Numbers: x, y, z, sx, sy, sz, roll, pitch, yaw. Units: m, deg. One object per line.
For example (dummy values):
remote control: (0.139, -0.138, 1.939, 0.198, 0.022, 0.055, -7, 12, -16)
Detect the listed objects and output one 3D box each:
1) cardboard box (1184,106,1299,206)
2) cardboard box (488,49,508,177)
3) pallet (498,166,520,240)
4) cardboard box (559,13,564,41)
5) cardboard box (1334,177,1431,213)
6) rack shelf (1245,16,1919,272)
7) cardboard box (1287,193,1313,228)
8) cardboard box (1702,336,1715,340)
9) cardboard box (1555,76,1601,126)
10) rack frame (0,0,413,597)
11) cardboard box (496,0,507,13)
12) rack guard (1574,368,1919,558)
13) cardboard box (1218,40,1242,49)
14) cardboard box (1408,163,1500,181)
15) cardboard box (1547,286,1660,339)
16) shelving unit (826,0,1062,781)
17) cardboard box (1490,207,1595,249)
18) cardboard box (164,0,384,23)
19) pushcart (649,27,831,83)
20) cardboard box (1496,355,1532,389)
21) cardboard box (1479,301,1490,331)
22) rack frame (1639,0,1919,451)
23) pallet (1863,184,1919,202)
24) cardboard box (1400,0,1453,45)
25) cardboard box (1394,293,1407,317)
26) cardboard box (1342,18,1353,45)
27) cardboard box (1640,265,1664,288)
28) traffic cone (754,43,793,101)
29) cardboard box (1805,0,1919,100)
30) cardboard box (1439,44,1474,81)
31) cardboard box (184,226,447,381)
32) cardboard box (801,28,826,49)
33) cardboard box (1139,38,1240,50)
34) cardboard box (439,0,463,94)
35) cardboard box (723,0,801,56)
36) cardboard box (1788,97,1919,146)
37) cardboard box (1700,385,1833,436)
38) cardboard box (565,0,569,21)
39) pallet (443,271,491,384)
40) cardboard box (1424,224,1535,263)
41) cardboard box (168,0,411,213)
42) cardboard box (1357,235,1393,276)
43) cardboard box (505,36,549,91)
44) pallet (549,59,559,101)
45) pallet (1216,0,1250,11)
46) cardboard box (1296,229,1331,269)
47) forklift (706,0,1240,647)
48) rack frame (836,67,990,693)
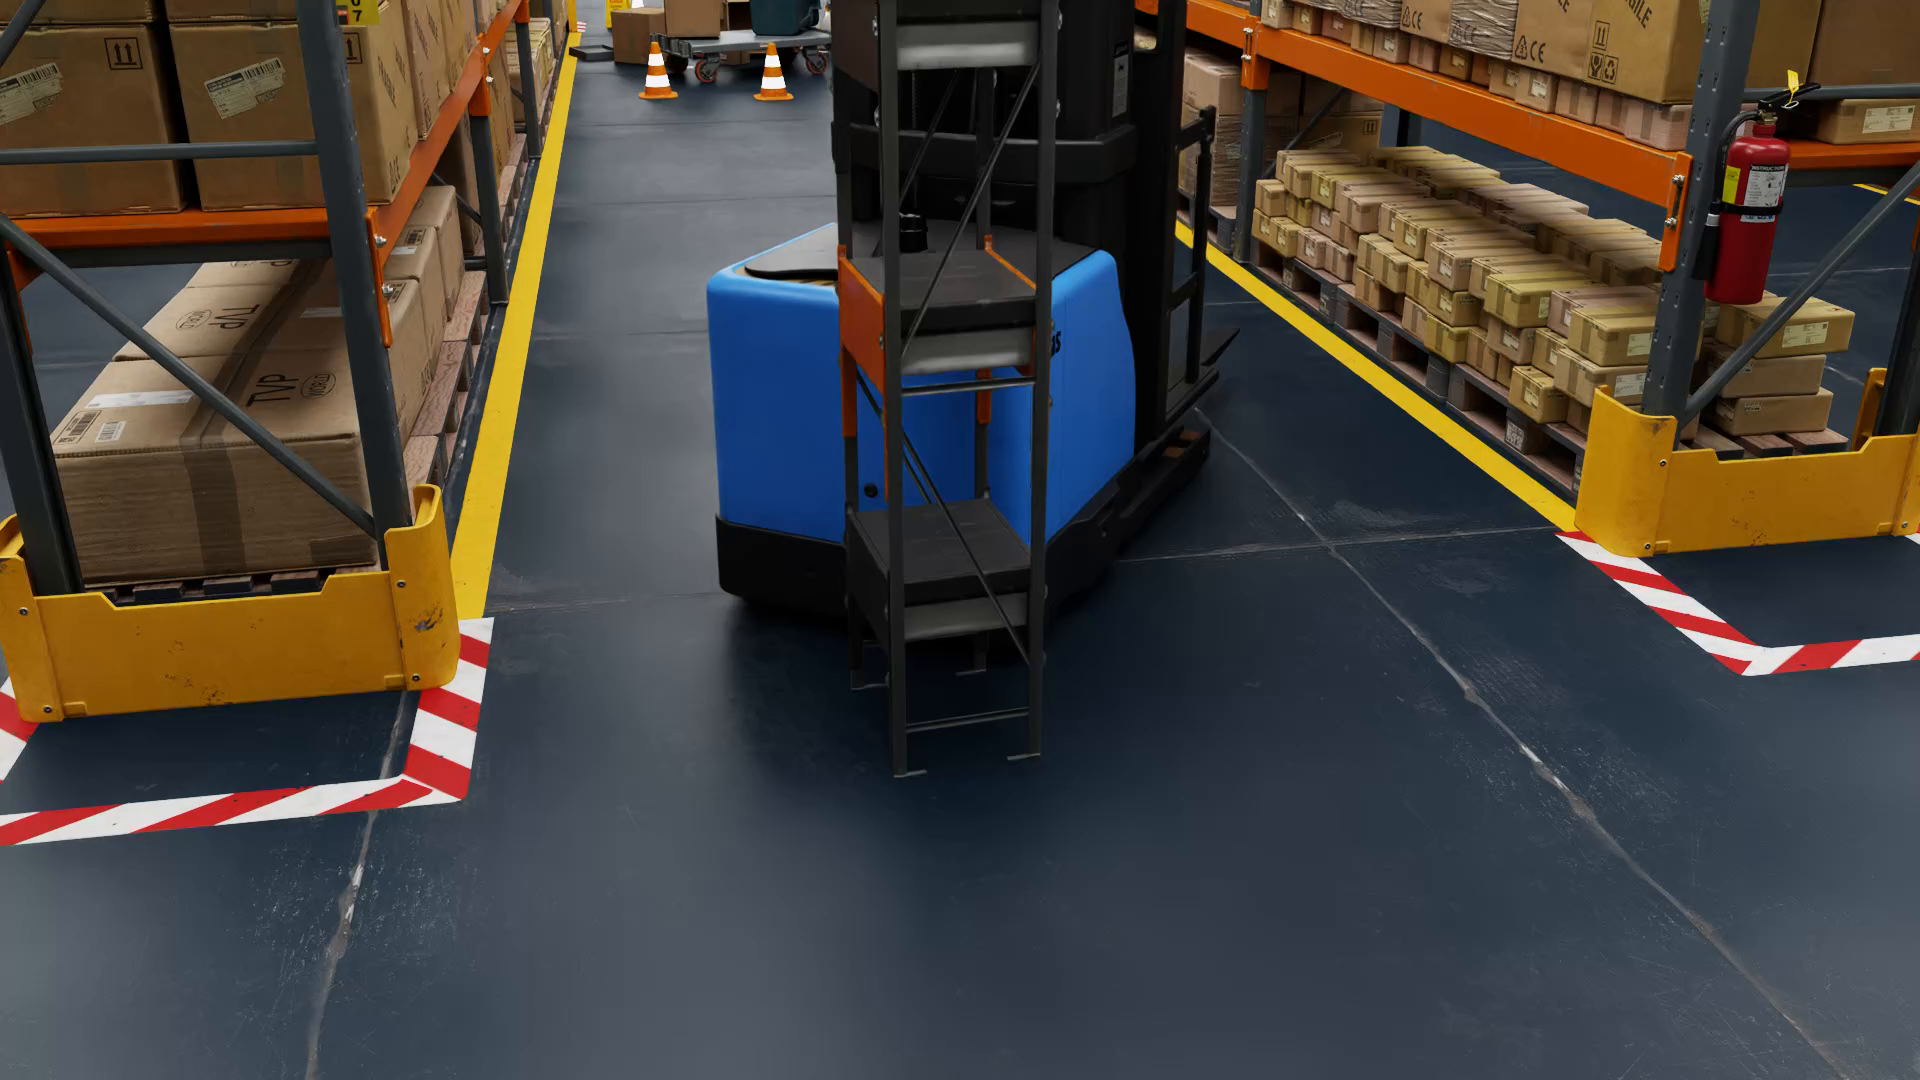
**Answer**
cardboard box: (1.652, -2.283, 9.829, 0.500, 0.500, 0.500, -5, 24, -11)
cardboard box: (-3.342, -2.721, 10.362, 0.875, 0.875, 0.875, -4, 24, -9)
pallet: (-3.255, -2.059, 10.200, 1.003, 0.211, 1.213, -4, 24, -10)
cardboard box: (-4.242, -5.098, 16.586, 0.500, 0.250, 0.500, -3, 24, -7)
cardboard box: (2.055, -1.662, 8.102, 0.380, 0.149, 0.250, -5, 24, -11)
rack shelf: (2.407, -1.848, 7.132, 1.077, 0.370, 4.000, -4, 24, -10)
cardboard box: (1.924, -1.727, 8.622, 0.380, 0.149, 0.250, -4, 24, -9)
cardboard box: (2.937, -0.750, 6.385, 0.380, 0.149, 0.250, -4, 24, -10)
cardboard box: (2.368, -1.581, 5.936, 0.380, 0.149, 0.250, -5, 24, -10)
rack frame: (-2.069, -0.985, 4.257, 1.000, 3.000, 0.127, -4, 24, -10)
cardboard box: (-2.807, -3.088, 9.260, 0.500, 0.250, 0.500, -4, 24, -10)
rack guard: (2.762, -0.275, 5.755, 1.175, 0.500, 0.348, -4, 24, -10)
cardboard box: (1.969, -3.075, 10.704, 0.500, 0.250, 0.500, -3, 24, -8)
cardboard box: (2.498, -1.807, 8.434, 0.380, 0.149, 0.250, -5, 24, -10)
cardboard box: (2.440, -0.842, 6.224, 0.380, 0.149, 0.250, -4, 24, -9)
shelving unit: (-0.048, -0.455, 4.165, 0.431, 2.100, 0.503, -7, 25, -15)
cardboard box: (2.610, -1.389, 7.475, 0.380, 0.149, 0.250, -4, 24, -10)
cardboard box: (-1.878, -1.698, 4.517, 0.500, 0.500, 0.500, -5, 24, -11)
pushcart: (-2.057, -4.691, 16.020, 1.648, 0.377, 0.936, -13, 27, -28)
cardboard box: (2.363, -0.672, 6.579, 0.380, 0.149, 0.250, -4, 24, -10)
cardboard box: (2.352, -0.917, 6.768, 0.380, 0.149, 0.250, -5, 24, -10)
rack frame: (2.777, -1.391, 5.186, 1.000, 3.000, 0.127, -4, 24, -10)
pallet: (6.713, -2.311, 10.779, 1.003, 0.211, 1.213, -4, 24, -10)
cardboard box: (2.165, -2.329, 6.839, 0.500, 0.500, 0.500, -3, 24, -7)
cardboard box: (2.192, -1.078, 7.508, 0.380, 0.149, 0.250, -4, 24, -8)
cardboard box: (2.034, -2.409, 7.832, 0.380, 0.149, 0.250, -5, 24, -12)
cardboard box: (2.924, -0.989, 6.560, 0.380, 0.149, 0.250, -4, 24, -10)
traffic cone: (-1.647, -4.118, 14.600, 0.336, 0.463, 0.334, -4, 24, -10)
cardboard box: (2.965, -1.770, 5.558, 0.500, 0.500, 0.500, -3, 24, -7)
cardboard box: (2.222, -1.999, 6.894, 0.380, 0.149, 0.250, -4, 24, -9)
cardboard box: (-2.632, -0.969, 6.898, 0.875, 0.438, 0.875, -5, 24, -11)
cardboard box: (-1.570, -5.398, 17.777, 0.396, 0.266, 0.258, 0, 24, -1)
cardboard box: (1.457, -3.039, 10.622, 0.500, 0.250, 0.500, -5, 24, -12)
cardboard box: (-2.264, -2.042, 6.552, 0.500, 0.500, 0.500, -5, 24, -11)
cardboard box: (-2.034, -5.325, 17.145, 0.797, 0.637, 0.503, -4, 24, -10)
cardboard box: (3.039, -1.427, 5.584, 0.380, 0.149, 0.250, -4, 24, -10)
cardboard box: (2.994, -0.506, 6.199, 0.380, 0.149, 0.250, -4, 24, -9)
cardboard box: (-4.610, -5.903, 18.429, 0.500, 0.250, 0.500, -4, 24, -10)
pallet: (-2.745, -0.975, 7.719, 1.003, 0.211, 1.213, -4, 24, -10)
cardboard box: (2.237, -1.254, 7.168, 0.380, 0.149, 0.250, -5, 24, -12)
cardboard box: (-1.876, -1.240, 4.718, 0.500, 0.500, 0.500, -4, 24, -10)
cardboard box: (2.064, -1.314, 7.676, 0.380, 0.149, 0.250, -4, 24, -10)
cardboard box: (-3.922, -3.931, 13.761, 0.950, 0.372, 0.625, -4, 24, -8)
pallet: (-4.143, -4.121, 14.921, 1.003, 0.211, 1.213, -4, 24, -10)
pallet: (2.038, -3.188, 9.540, 1.003, 0.211, 1.213, -4, 24, -10)
cardboard box: (1.935, -1.484, 8.438, 0.380, 0.149, 0.250, -4, 24, -10)
forklift: (0.307, -1.589, 5.725, 1.130, 2.935, 3.031, 10, 26, 22)
rack frame: (-0.117, -0.550, 4.379, 0.400, 2.100, 0.015, -7, 25, -15)
